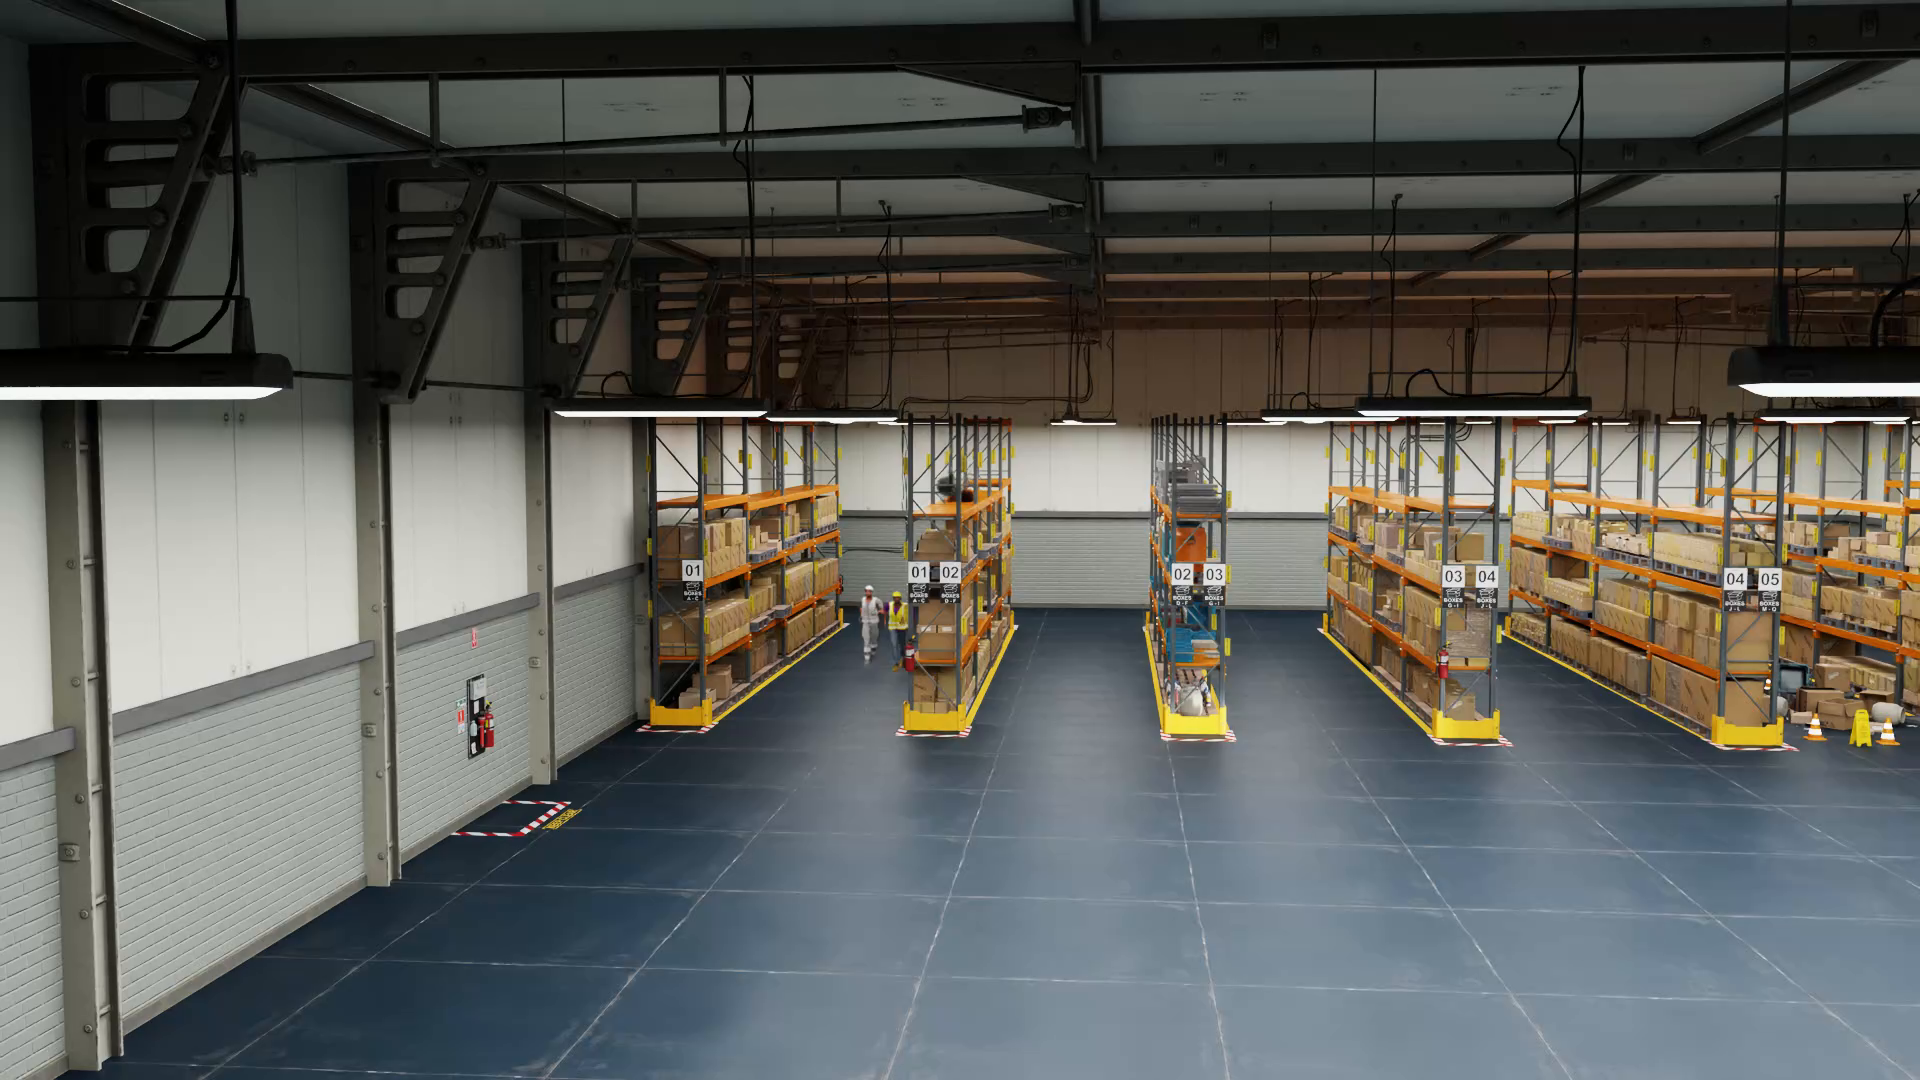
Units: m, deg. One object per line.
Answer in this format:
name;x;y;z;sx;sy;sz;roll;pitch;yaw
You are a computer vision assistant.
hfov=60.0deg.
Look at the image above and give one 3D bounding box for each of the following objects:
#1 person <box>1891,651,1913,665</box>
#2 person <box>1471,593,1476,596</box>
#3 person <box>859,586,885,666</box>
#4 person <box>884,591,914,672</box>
person;21.830;2.308;38.454;0.579;1.648;0.643;0;4;5
person;13.902;1.801;46.083;0.663;1.625;0.924;3;5;39
person;-2.057;1.958;38.522;0.634;1.813;0.885;0;4;7
person;-1.397;2.049;37.597;0.727;1.795;0.979;1;4;8
